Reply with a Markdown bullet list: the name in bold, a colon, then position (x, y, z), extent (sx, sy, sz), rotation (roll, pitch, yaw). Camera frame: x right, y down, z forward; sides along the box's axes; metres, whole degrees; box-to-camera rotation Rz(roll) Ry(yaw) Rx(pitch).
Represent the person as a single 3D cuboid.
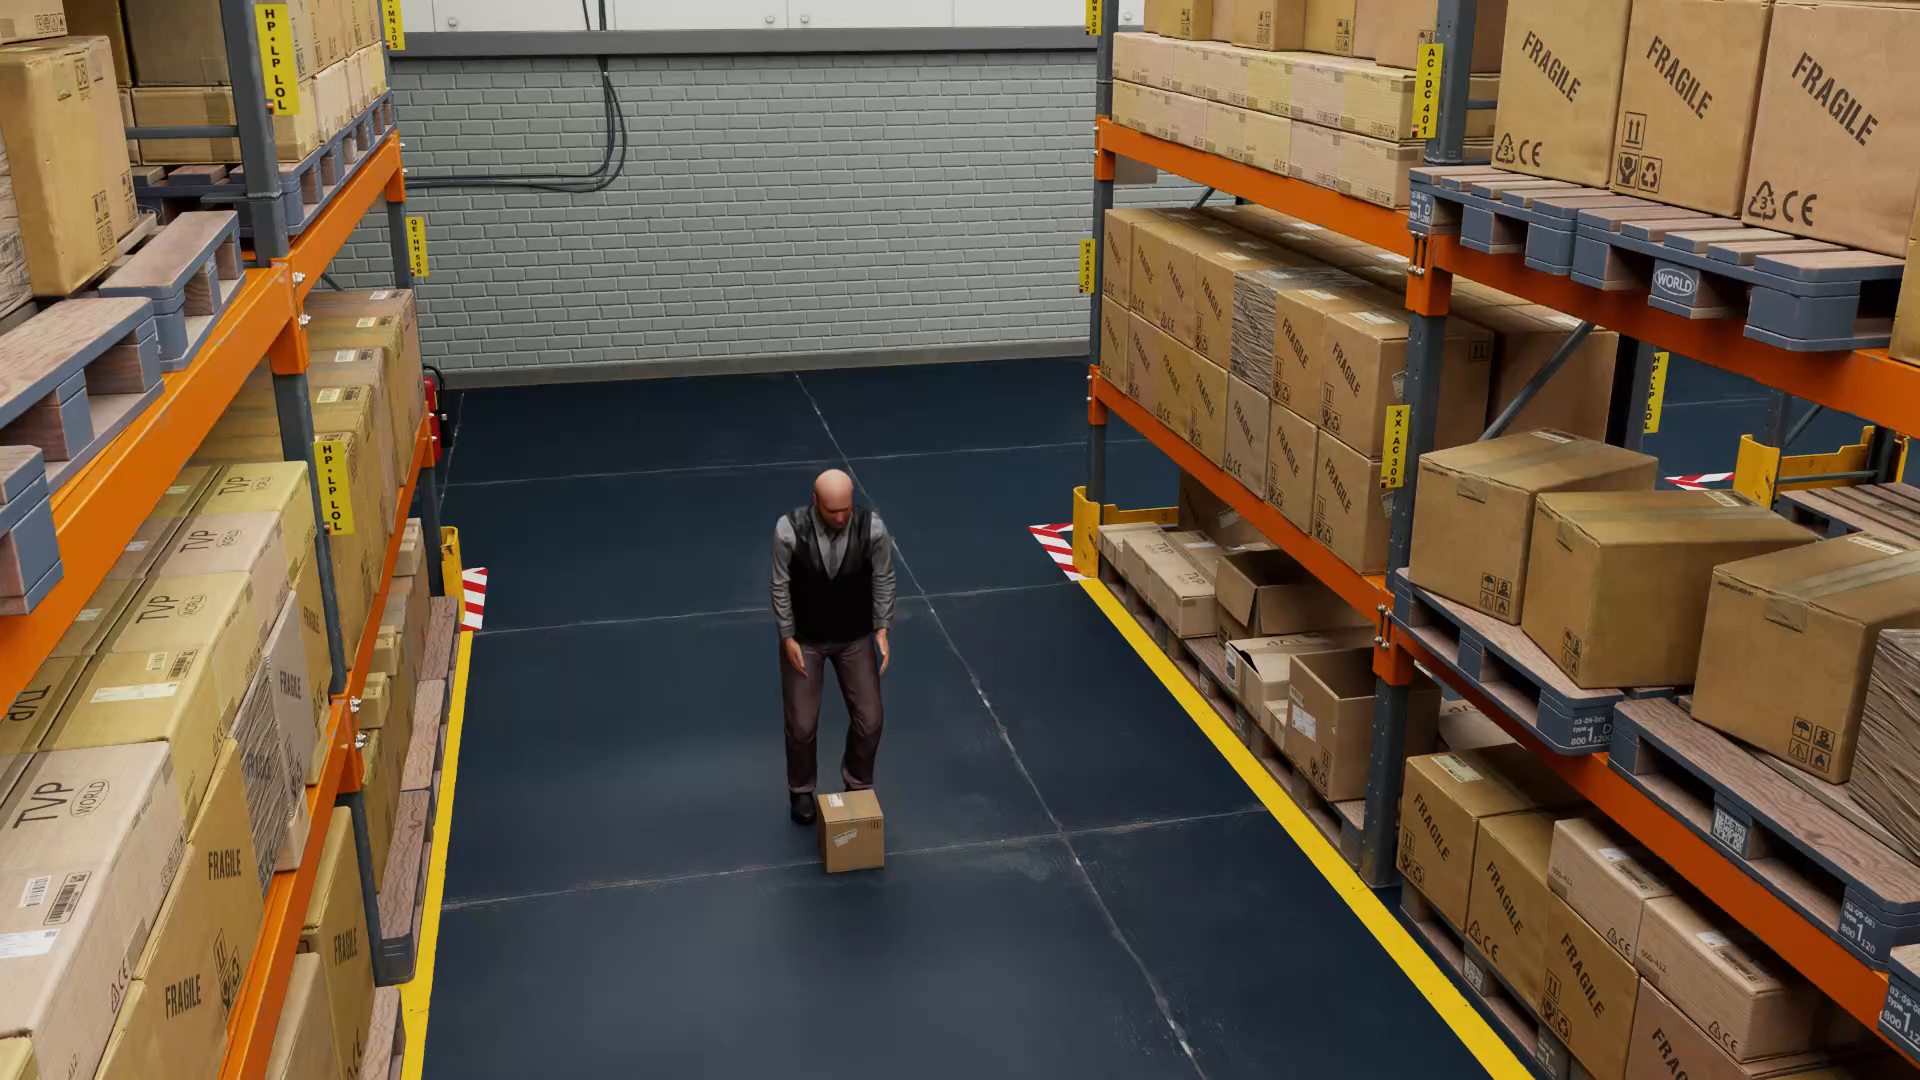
- **person**: position (-0.561, 0.454, 7.436), extent (0.563, 1.656, 0.420), rotation (-4, 20, -11)
